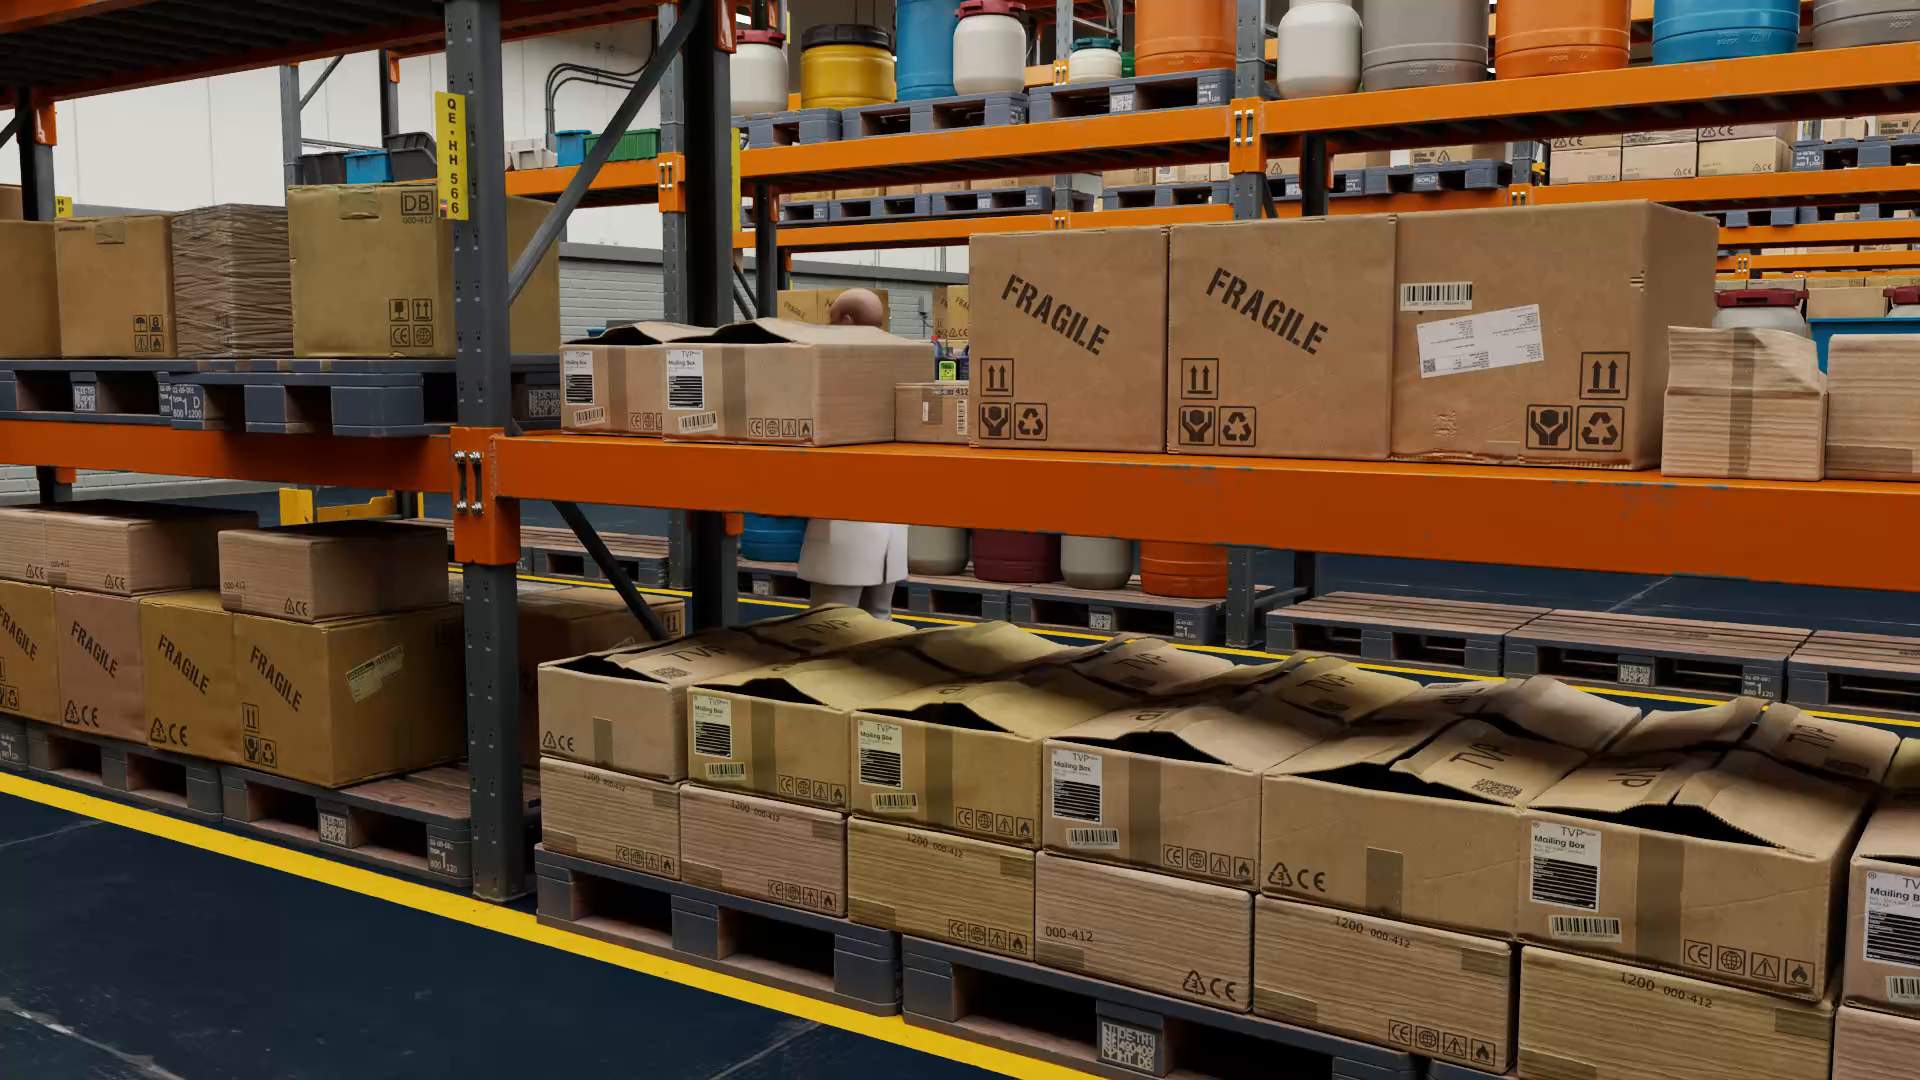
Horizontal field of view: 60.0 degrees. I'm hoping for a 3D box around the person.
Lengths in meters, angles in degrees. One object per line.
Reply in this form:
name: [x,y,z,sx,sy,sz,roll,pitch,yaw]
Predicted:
person: [-0.488,-0.070,6.420,0.556,1.780,0.526,4,7,33]
